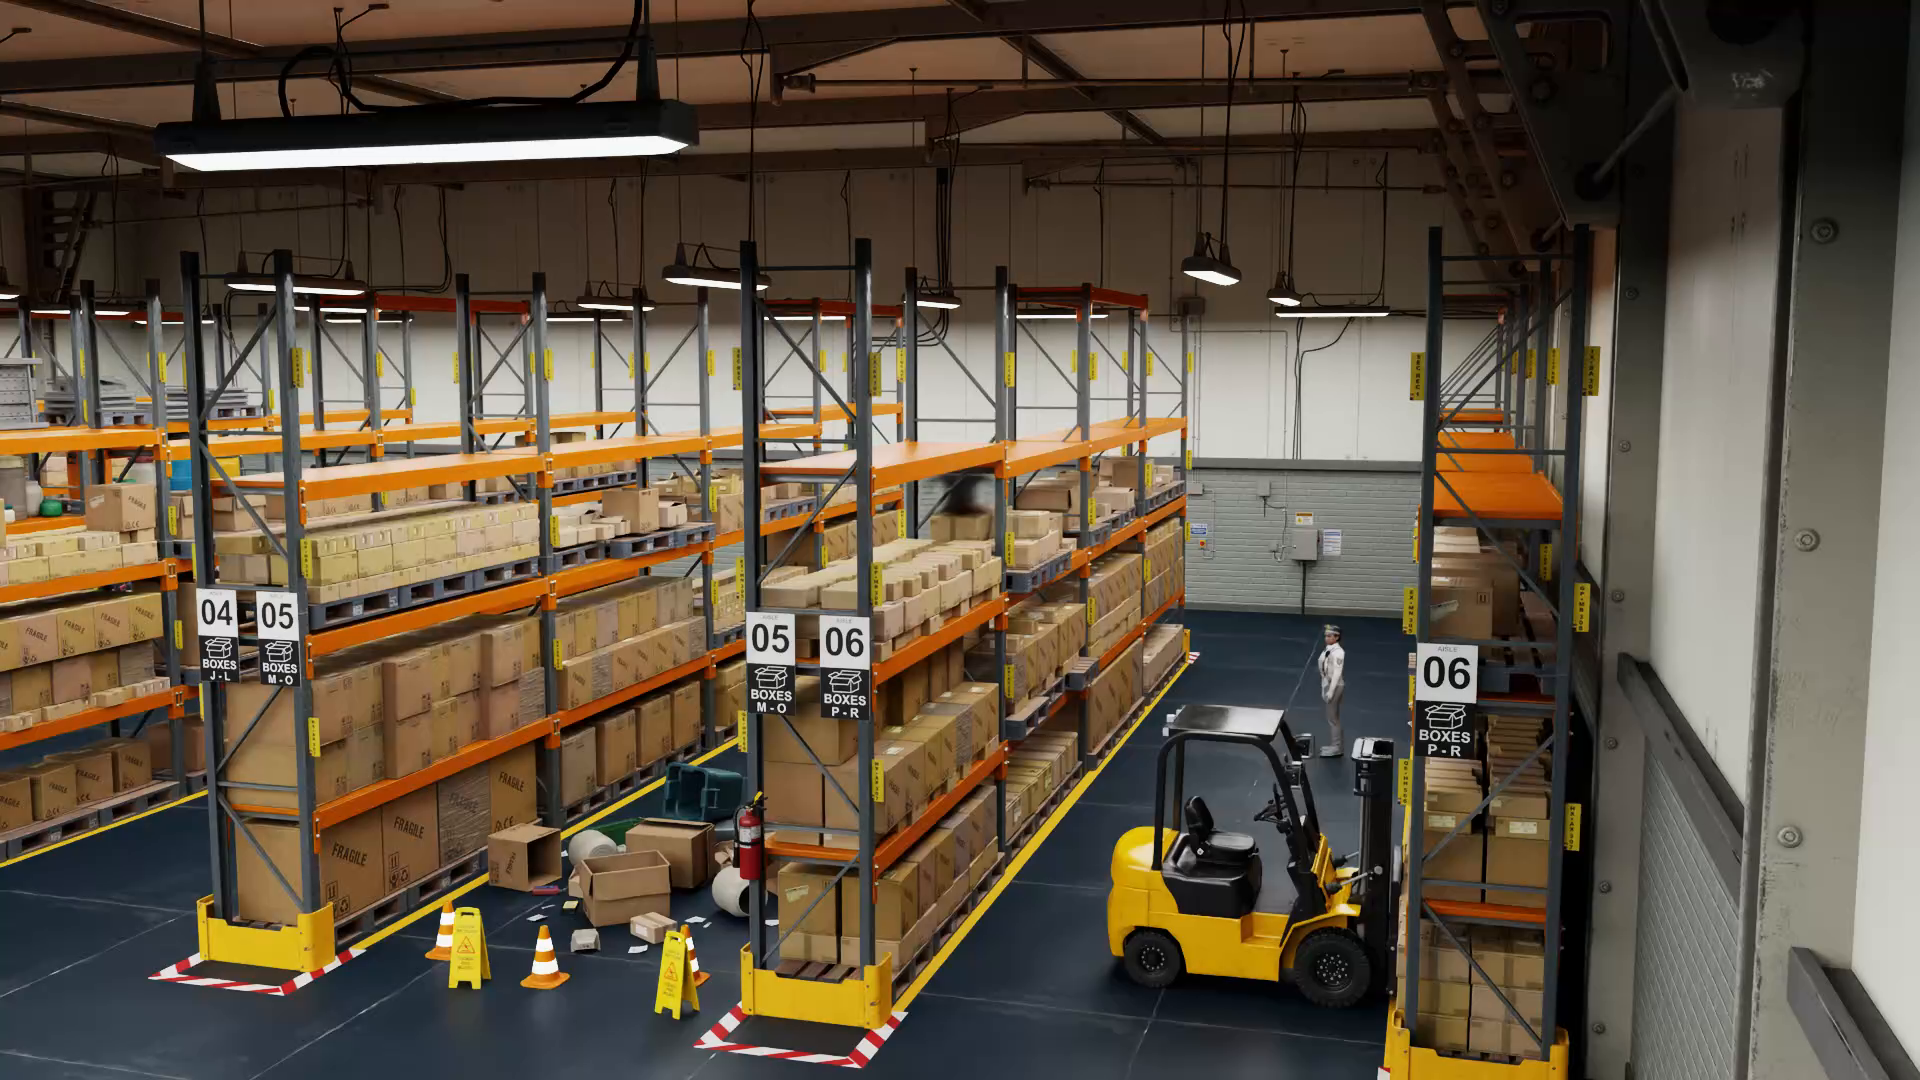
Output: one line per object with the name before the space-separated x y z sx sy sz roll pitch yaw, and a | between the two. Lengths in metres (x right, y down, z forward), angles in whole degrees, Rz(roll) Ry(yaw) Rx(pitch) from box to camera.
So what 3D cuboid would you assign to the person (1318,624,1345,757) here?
person | 4.790 1.927 21.446 0.333 1.692 0.509 1 6 7
